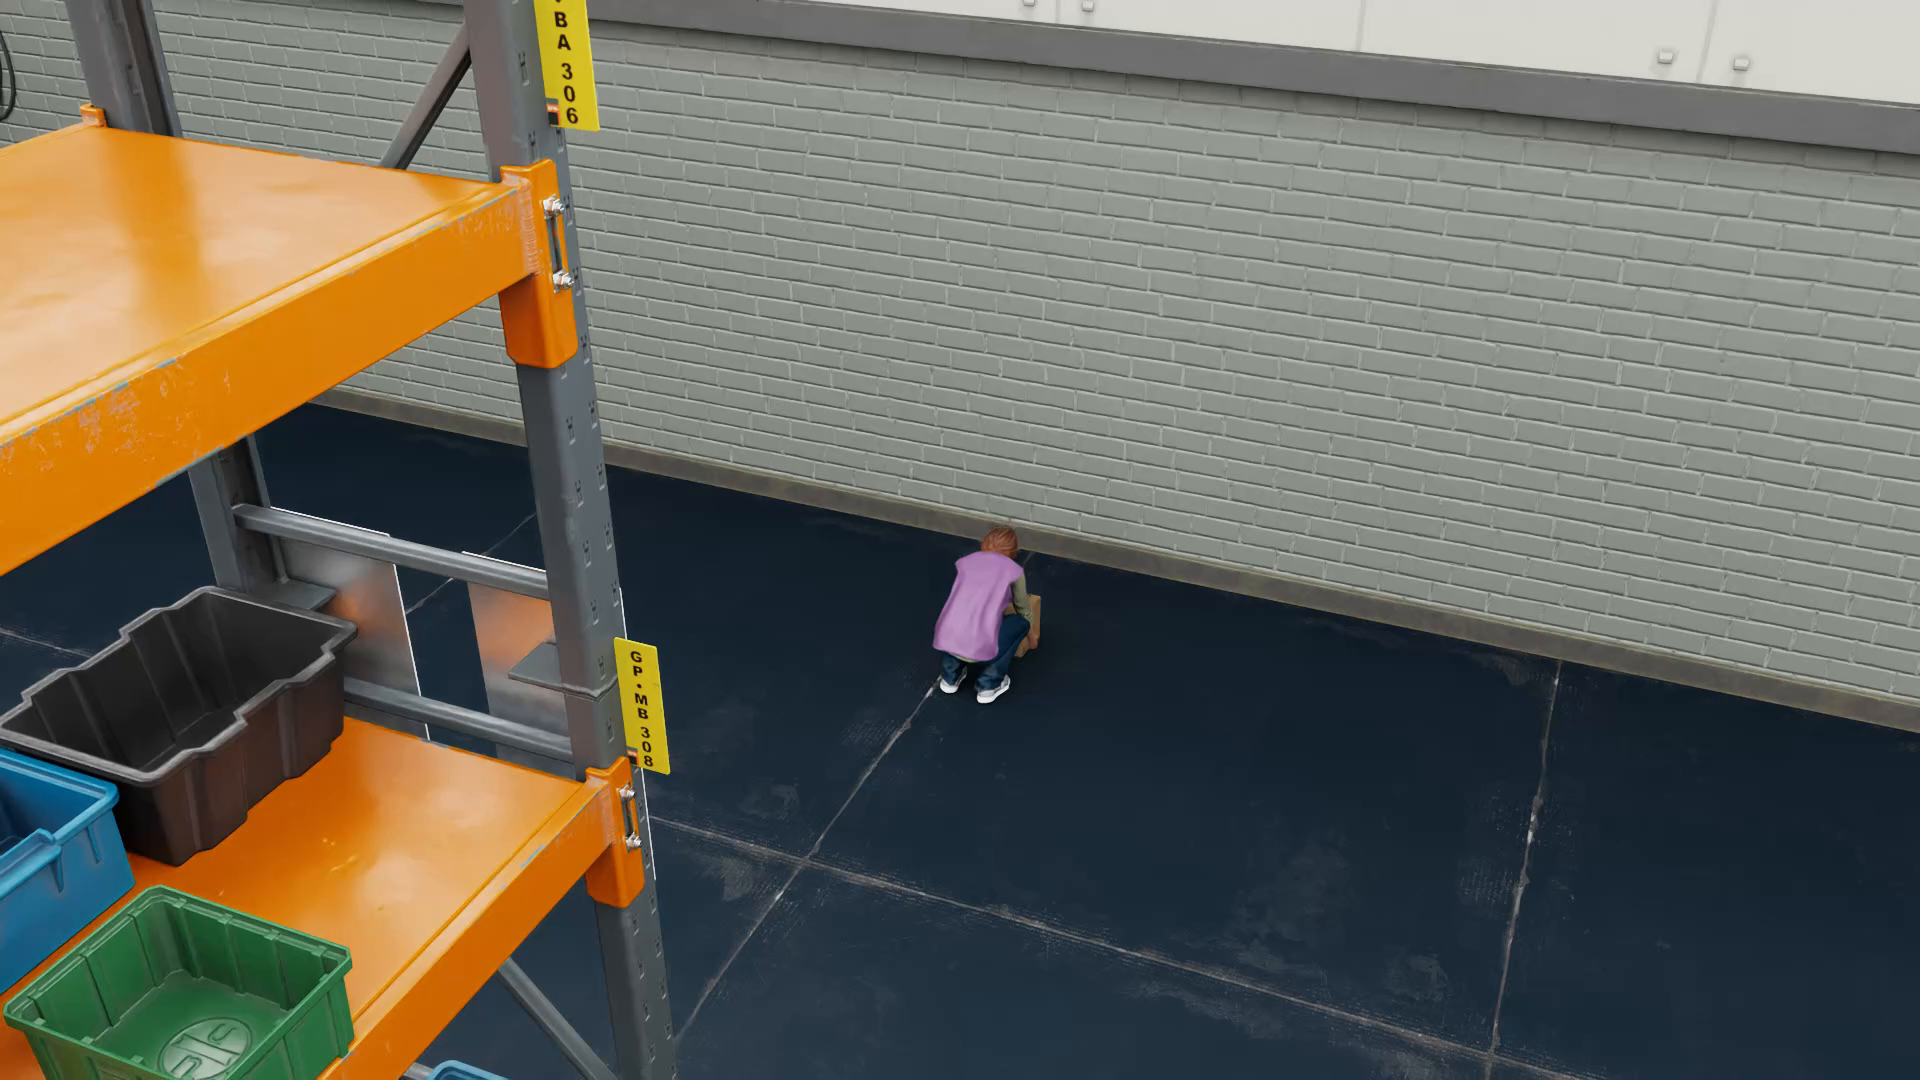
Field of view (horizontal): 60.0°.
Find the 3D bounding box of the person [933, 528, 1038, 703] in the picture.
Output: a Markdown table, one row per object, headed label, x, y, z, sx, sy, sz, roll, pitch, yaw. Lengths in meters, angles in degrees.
| label | x | y | z | sx | sy | sz | roll | pitch | yaw |
| --- | --- | --- | --- | --- | --- | --- | --- | --- | --- |
| person | 0.129 | 0.424 | 8.622 | 0.435 | 0.760 | 0.831 | 13 | 33 | 22 |
